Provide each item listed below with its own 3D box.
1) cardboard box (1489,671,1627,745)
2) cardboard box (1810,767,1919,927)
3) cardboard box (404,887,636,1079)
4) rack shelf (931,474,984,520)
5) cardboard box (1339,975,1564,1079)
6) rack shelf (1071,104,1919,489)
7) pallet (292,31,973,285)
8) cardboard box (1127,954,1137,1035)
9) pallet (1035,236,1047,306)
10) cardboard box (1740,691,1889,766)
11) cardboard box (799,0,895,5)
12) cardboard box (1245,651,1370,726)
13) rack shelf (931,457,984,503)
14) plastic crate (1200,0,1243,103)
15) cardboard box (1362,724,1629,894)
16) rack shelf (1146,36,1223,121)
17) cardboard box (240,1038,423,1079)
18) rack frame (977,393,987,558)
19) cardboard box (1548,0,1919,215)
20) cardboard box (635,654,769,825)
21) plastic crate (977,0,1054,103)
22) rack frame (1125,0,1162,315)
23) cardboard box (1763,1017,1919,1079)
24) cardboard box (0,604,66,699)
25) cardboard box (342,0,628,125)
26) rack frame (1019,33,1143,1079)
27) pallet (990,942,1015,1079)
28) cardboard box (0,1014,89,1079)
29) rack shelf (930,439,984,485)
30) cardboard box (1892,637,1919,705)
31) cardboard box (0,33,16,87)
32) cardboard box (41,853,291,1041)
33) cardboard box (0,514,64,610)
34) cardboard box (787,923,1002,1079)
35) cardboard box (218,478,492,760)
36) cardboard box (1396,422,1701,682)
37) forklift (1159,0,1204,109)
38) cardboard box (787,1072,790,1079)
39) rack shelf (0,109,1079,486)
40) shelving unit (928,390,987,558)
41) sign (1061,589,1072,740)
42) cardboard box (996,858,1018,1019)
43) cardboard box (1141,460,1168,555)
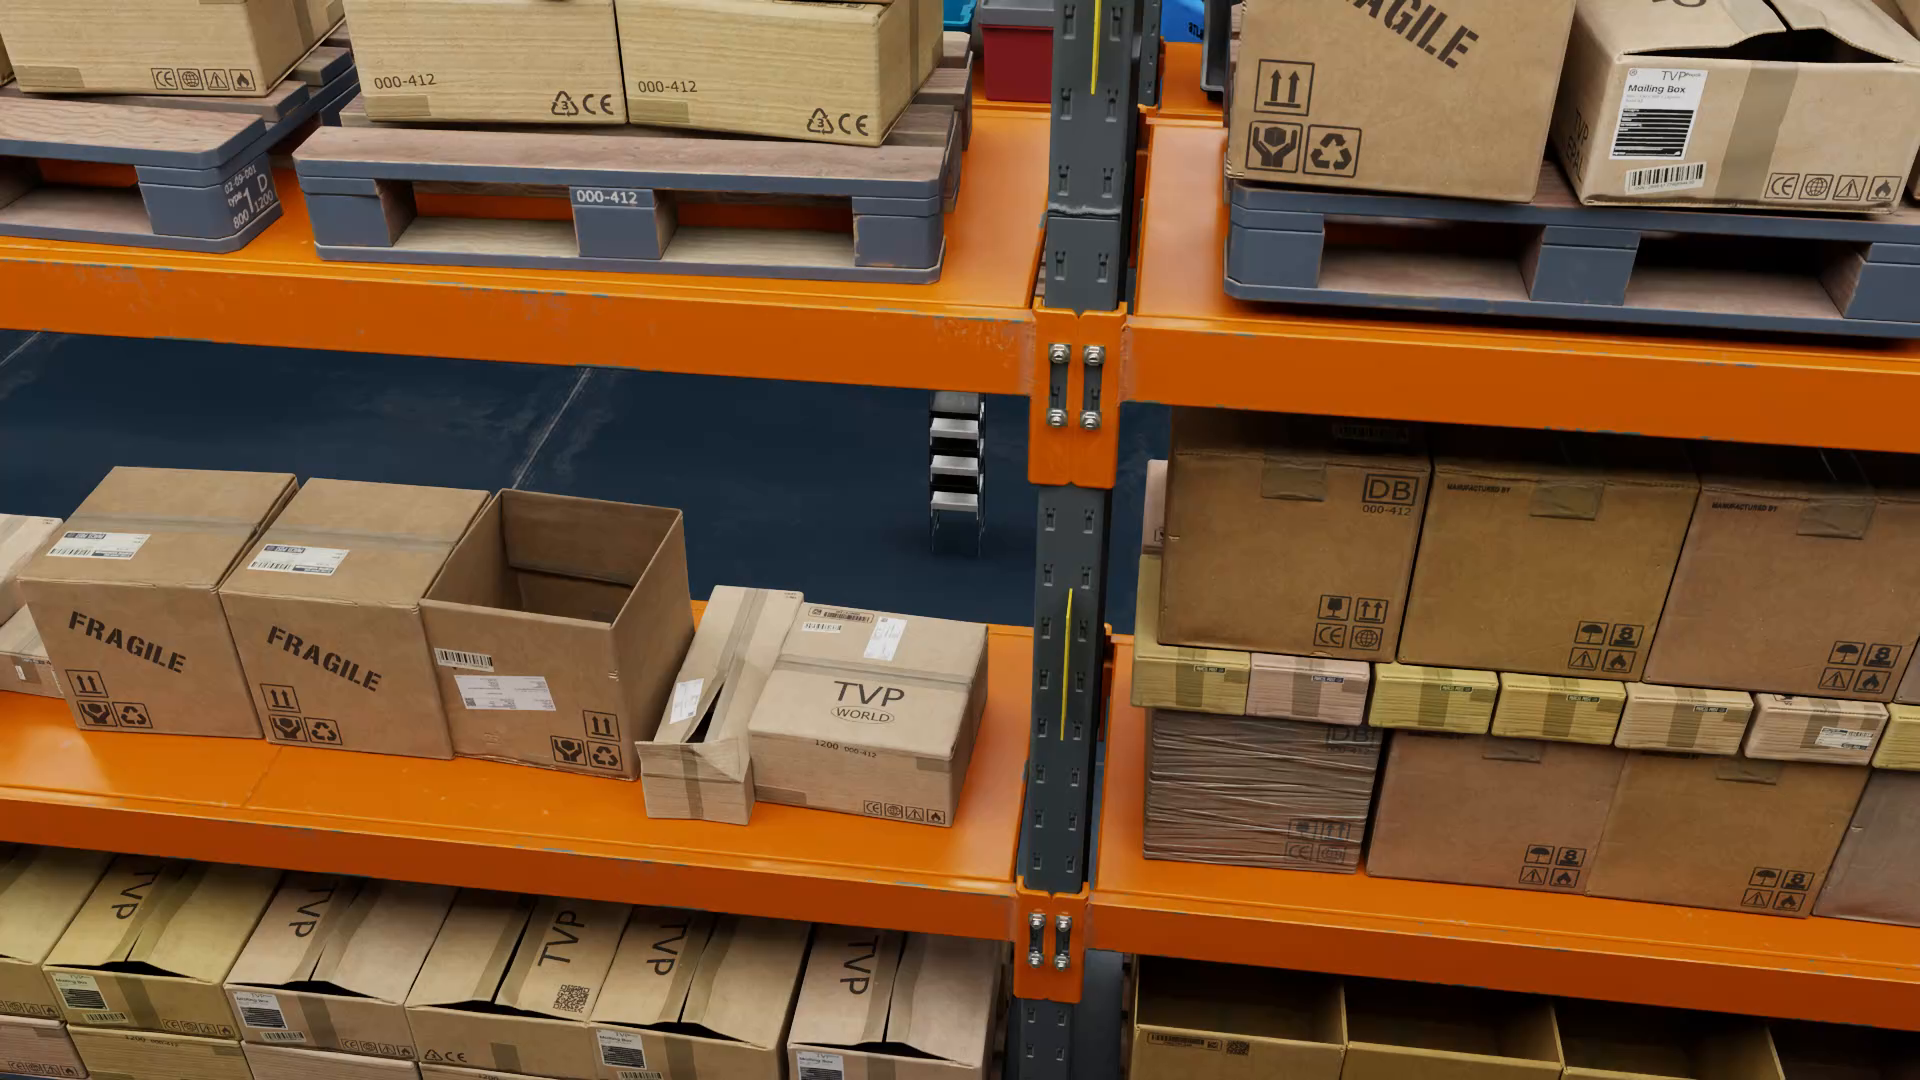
[{"bbox_3d":[1.283,0.262,3.656,0.250,0.149,0.380,4,36,6],"label":"cardboard box"},{"bbox_3d":[2.246,0.481,3.908,0.500,0.500,0.700,5,36,7],"label":"cardboard box"},{"bbox_3d":[-1.174,1.163,4.562,0.500,0.311,0.500,4,36,6],"label":"cardboard box"},{"bbox_3d":[-0.008,-0.193,7.113,0.200,0.077,0.258,4,36,6],"label":"rack shelf"},{"bbox_3d":[1.193,1.271,4.247,0.500,0.500,0.500,4,36,6],"label":"cardboard box"},{"bbox_3d":[2.260,-0.400,3.265,4.000,0.370,1.077,4,36,6],"label":"rack shelf"},{"bbox_3d":[-0.600,-0.820,3.400,1.217,0.209,0.805,3,36,4],"label":"pallet"},{"bbox_3d":[0.764,1.237,4.940,0.500,0.250,0.500,4,36,6],"label":"cardboard box"},{"bbox_3d":[0.127,-1.374,8.994,1.213,0.211,1.003,4,36,6],"label":"pallet"},{"bbox_3d":[1.797,0.300,3.603,0.250,0.149,0.380,3,36,5],"label":"cardboard box"},{"bbox_3d":[-0.331,-1.324,3.063,0.500,0.500,0.500,5,36,7],"label":"cardboard box"},{"bbox_3d":[0.767,0.226,3.707,0.250,0.149,0.380,5,36,7],"label":"cardboard box"},{"bbox_3d":[-0.008,-0.267,7.061,0.200,0.077,0.258,4,36,6],"label":"rack shelf"},{"bbox_3d":[1.414,-2.336,7.994,0.504,0.338,0.767,4,36,6],"label":"plastic crate"},{"bbox_3d":[1.241,0.404,4.015,0.500,0.500,0.700,4,36,5],"label":"cardboard box"},{"bbox_3d":[2.894,-2.033,8.135,4.000,0.370,1.077,4,36,6],"label":"rack shelf"},{"bbox_3d":[-1.686,1.351,4.781,0.500,0.250,0.500,5,36,7],"label":"cardboard box"},{"bbox_3d":[0.093,-0.359,6.979,0.006,0.900,0.240,4,36,6],"label":"rack frame"},{"bbox_3d":[1.278,-0.803,2.806,0.500,0.311,0.500,2,36,3],"label":"cardboard box"},{"bbox_3d":[-0.619,0.476,4.117,0.258,0.266,0.396,3,36,5],"label":"cardboard box"},{"bbox_3d":[0.391,-2.359,7.918,0.583,0.464,0.402,4,36,6],"label":"plastic crate"},{"bbox_3d":[0.911,-2.473,8.133,0.127,3.000,1.000,4,36,6],"label":"rack frame"},{"bbox_3d":[2.184,1.348,4.139,0.500,0.500,0.500,4,36,6],"label":"cardboard box"},{"bbox_3d":[-2.419,0.249,4.536,0.250,0.149,0.380,7,36,9],"label":"cardboard box"},{"bbox_3d":[-0.879,-1.041,3.311,0.500,0.250,0.500,1,36,1],"label":"cardboard box"},{"bbox_3d":[0.276,0.380,4.135,0.127,3.000,1.000,4,36,6],"label":"rack frame"},{"bbox_3d":[-0.460,1.483,4.990,1.213,0.211,1.003,4,36,6],"label":"pallet"},{"bbox_3d":[-2.711,1.277,4.883,0.500,0.250,0.500,3,36,5],"label":"cardboard box"},{"bbox_3d":[-0.008,-0.340,7.009,0.200,0.077,0.258,4,36,6],"label":"rack shelf"},{"bbox_3d":[2.210,-0.048,3.532,0.500,0.500,0.700,4,36,6],"label":"cardboard box"},{"bbox_3d":[-2.146,-1.168,3.490,0.500,0.250,0.500,4,36,5],"label":"cardboard box"},{"bbox_3d":[-2.182,1.086,4.670,0.500,0.311,0.500,3,36,5],"label":"cardboard box"},{"bbox_3d":[-2.764,0.094,4.752,0.250,0.149,0.380,4,36,6],"label":"cardboard box"},{"bbox_3d":[-0.162,1.236,4.459,0.500,0.311,0.500,4,36,6],"label":"cardboard box"},{"bbox_3d":[-1.503,0.198,4.305,0.500,0.500,0.500,4,36,6],"label":"cardboard box"},{"bbox_3d":[1.218,-0.122,3.637,0.500,0.500,0.700,4,36,6],"label":"cardboard box"},{"bbox_3d":[1.323,-4.273,10.713,1.130,2.935,3.031,-16,38,-21],"label":"forklift"},{"bbox_3d":[-0.674,1.427,4.674,0.500,0.250,0.500,4,36,5],"label":"cardboard box"},{"bbox_3d":[-1.708,-0.696,3.680,4.000,0.370,1.077,4,36,6],"label":"rack shelf"},{"bbox_3d":[-0.008,-0.367,6.989,0.210,0.900,0.258,4,36,6],"label":"shelving unit"},{"bbox_3d":[0.217,0.255,3.382,0.005,0.325,0.100,4,36,6],"label":"sign"},{"bbox_3d":[-0.092,1.156,5.053,0.500,0.250,0.500,3,36,5],"label":"cardboard box"},{"bbox_3d":[0.573,-0.028,4.062,0.250,0.149,0.380,4,36,6],"label":"cardboard box"}]
